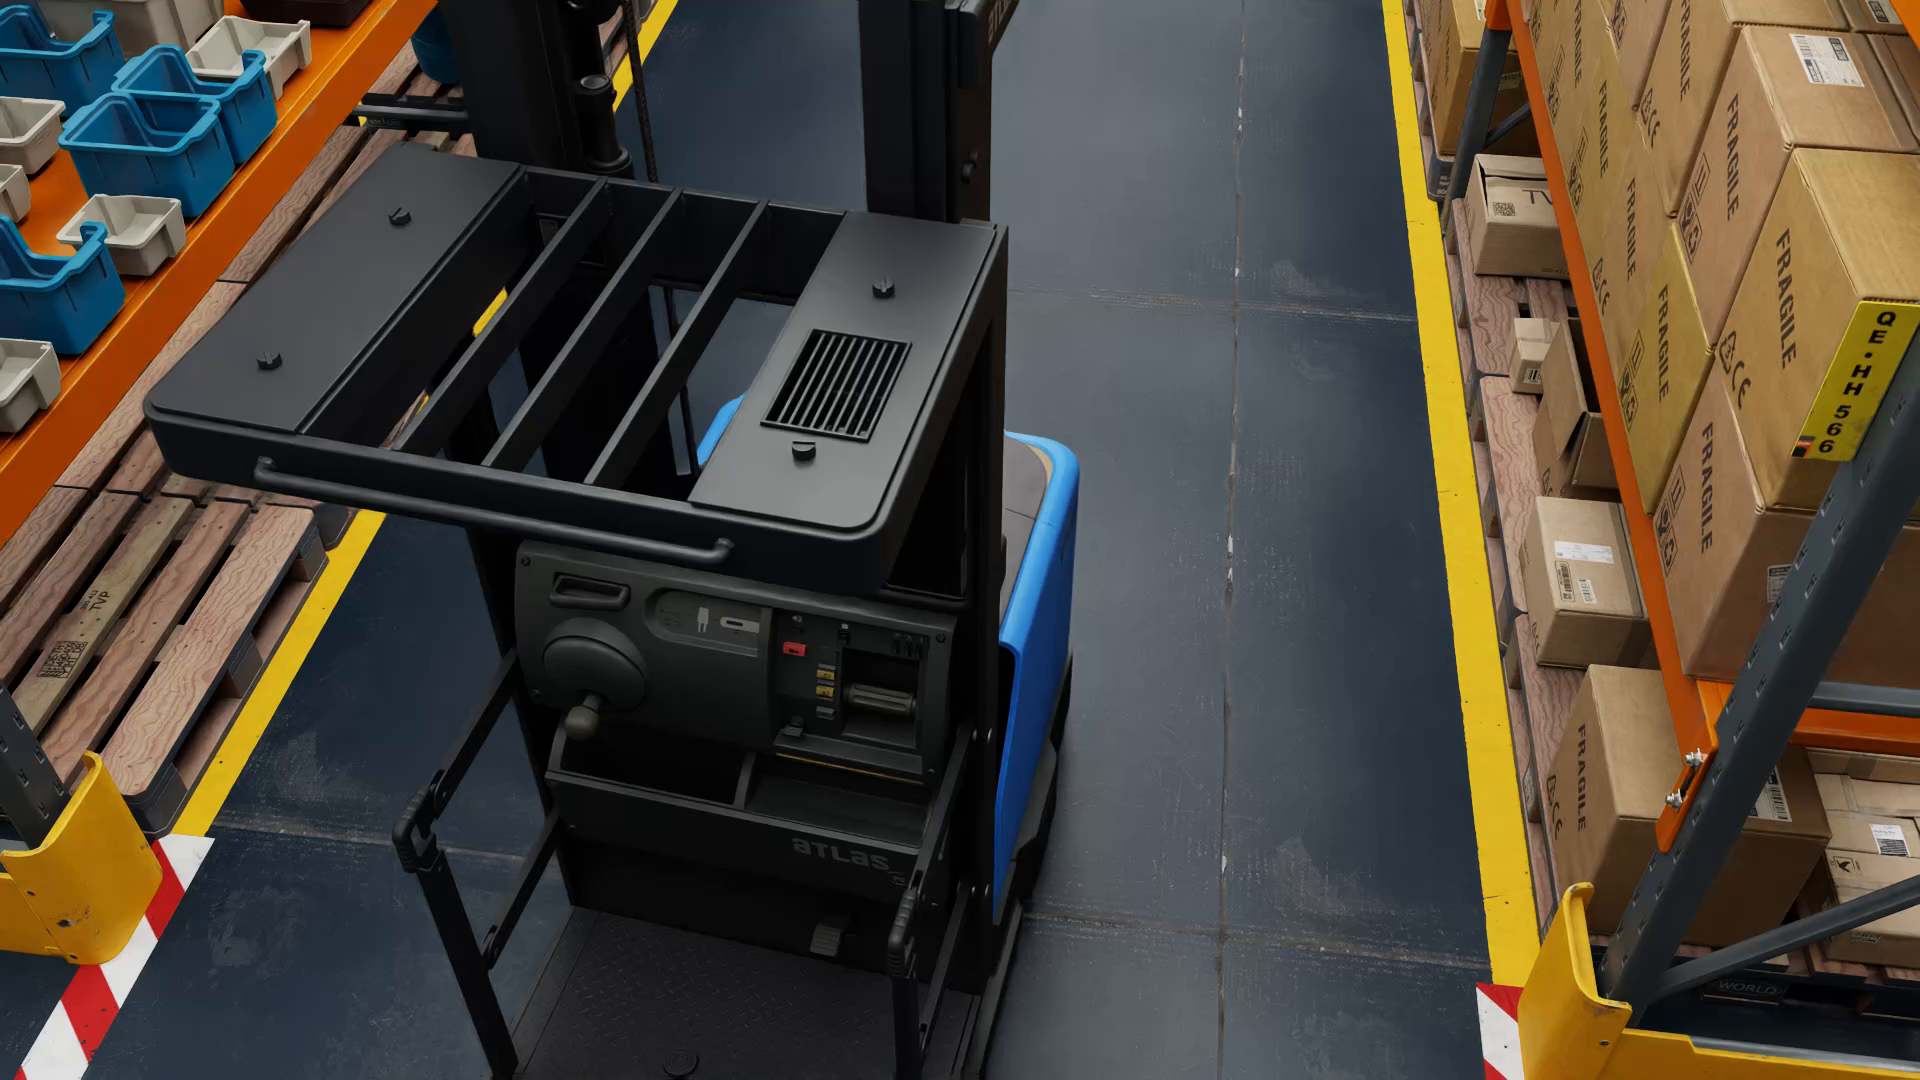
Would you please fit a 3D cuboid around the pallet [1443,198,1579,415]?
[{"bbox_3d":[2.476,-0.905,6.553,1.003,0.211,1.213,5,44,6],"label":"pallet"}]

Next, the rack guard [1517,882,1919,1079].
[{"bbox_3d":[2.049,1.196,4.123,1.175,0.500,0.348,5,44,6],"label":"rack guard"}]

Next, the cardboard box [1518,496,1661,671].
[{"bbox_3d":[2.022,0.141,5.099,0.500,0.250,0.500,5,44,6],"label":"cardboard box"}]

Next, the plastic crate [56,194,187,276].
[{"bbox_3d":[-2.298,-0.850,4.615,0.250,0.136,0.298,5,44,6],"label":"plastic crate"}]

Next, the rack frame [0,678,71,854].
[{"bbox_3d":[-2.871,-0.113,3.687,1.000,3.000,0.127,5,44,6],"label":"rack frame"}]

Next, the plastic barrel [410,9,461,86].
[{"bbox_3d":[-2.253,-2.599,7.533,0.600,0.901,0.708,5,44,6],"label":"plastic barrel"}]

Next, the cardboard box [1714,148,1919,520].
[{"bbox_3d":[1.825,-0.388,3.178,0.500,0.500,0.500,5,44,5],"label":"cardboard box"}]

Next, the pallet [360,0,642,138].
[{"bbox_3d":[-2.199,-2.348,8.077,1.003,0.211,1.213,5,44,6],"label":"pallet"}]

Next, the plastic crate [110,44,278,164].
[{"bbox_3d":[-2.298,-1.314,5.034,0.416,0.233,0.300,5,44,6],"label":"plastic crate"}]

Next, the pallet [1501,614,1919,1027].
[{"bbox_3d":[2.153,0.758,4.797,1.003,0.211,1.213,5,44,6],"label":"pallet"}]

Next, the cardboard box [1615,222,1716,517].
[{"bbox_3d":[1.893,-0.380,3.897,0.500,0.500,0.500,6,44,6],"label":"cardboard box"}]

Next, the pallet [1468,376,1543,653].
[{"bbox_3d":[2.317,-0.072,5.672,1.003,0.211,1.213,5,44,6],"label":"pallet"}]

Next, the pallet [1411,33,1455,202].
[{"bbox_3d":[2.637,-1.931,7.636,1.003,0.211,1.213,5,44,6],"label":"pallet"}]

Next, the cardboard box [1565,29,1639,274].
[{"bbox_3d":[2.031,-1.063,4.618,0.500,0.500,0.500,5,44,5],"label":"cardboard box"}]

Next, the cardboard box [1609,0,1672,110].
[{"bbox_3d":[2.023,-1.436,4.285,0.500,0.500,0.500,6,44,7],"label":"cardboard box"}]

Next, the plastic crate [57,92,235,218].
[{"bbox_3d":[-2.338,-1.109,4.818,0.416,0.233,0.300,5,44,6],"label":"plastic crate"}]

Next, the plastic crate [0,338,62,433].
[{"bbox_3d":[-2.387,-0.388,4.126,0.250,0.136,0.298,5,44,6],"label":"plastic crate"}]

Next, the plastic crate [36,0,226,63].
[{"bbox_3d":[-2.727,-1.794,5.505,0.437,0.282,0.530,5,44,6],"label":"plastic crate"}]

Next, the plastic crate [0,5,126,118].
[{"bbox_3d":[-2.854,-1.497,5.227,0.416,0.233,0.300,5,44,6],"label":"plastic crate"}]

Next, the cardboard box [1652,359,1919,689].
[{"bbox_3d":[1.828,-0.026,3.523,0.500,0.500,0.500,6,44,7],"label":"cardboard box"}]

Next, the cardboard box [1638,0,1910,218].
[{"bbox_3d":[1.955,-1.086,3.915,0.500,0.500,0.500,6,44,7],"label":"cardboard box"}]

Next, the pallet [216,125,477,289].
[{"bbox_3d":[-2.401,-1.322,6.992,1.003,0.211,1.213,5,44,6],"label":"pallet"}]

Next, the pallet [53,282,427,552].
[{"bbox_3d":[-2.560,-0.488,6.112,1.003,0.211,1.213,5,44,6],"label":"pallet"}]

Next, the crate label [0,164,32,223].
[{"bbox_3d":[-2.877,-0.999,4.772,0.396,0.136,0.243,5,44,6],"label":"crate label"}]

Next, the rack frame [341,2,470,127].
[{"bbox_3d":[-2.342,-2.839,6.566,1.000,3.000,0.127,5,44,6],"label":"rack frame"}]

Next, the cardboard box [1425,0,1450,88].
[{"bbox_3d":[2.422,-2.337,7.534,0.500,0.500,0.500,5,44,6],"label":"cardboard box"}]

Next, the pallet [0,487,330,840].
[{"bbox_3d":[-2.723,0.341,5.236,1.003,0.211,1.213,5,44,6],"label":"pallet"}]

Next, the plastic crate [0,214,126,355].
[{"bbox_3d":[-2.425,-0.661,4.344,0.416,0.233,0.300,5,44,6],"label":"plastic crate"}]

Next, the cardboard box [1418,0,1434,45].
[{"bbox_3d":[2.489,-2.678,7.895,0.500,0.500,0.500,6,44,6],"label":"cardboard box"}]

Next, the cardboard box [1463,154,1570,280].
[{"bbox_3d":[2.297,-1.303,6.580,0.500,0.311,0.500,5,44,6],"label":"cardboard box"}]

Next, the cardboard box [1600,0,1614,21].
[{"bbox_3d":[2.090,-1.788,4.657,0.500,0.500,0.500,4,44,4],"label":"cardboard box"}]

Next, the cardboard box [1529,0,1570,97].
[{"bbox_3d":[2.165,-1.750,5.344,0.500,0.500,0.500,6,44,6],"label":"cardboard box"}]

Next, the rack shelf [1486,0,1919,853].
[{"bbox_3d":[2.303,-0.762,4.896,1.077,0.370,4.000,5,44,6],"label":"rack shelf"}]

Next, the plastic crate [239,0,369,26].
[{"bbox_3d":[-2.224,-1.973,5.809,0.437,0.125,0.590,5,44,6],"label":"plastic crate"}]

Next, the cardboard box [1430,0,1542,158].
[{"bbox_3d":[2.348,-2.000,7.179,0.500,0.500,0.500,5,44,5],"label":"cardboard box"}]

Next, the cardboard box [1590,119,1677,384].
[{"bbox_3d":[1.964,-0.720,4.256,0.500,0.500,0.500,6,44,6],"label":"cardboard box"}]

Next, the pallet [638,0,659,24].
[{"bbox_3d":[-2.040,-3.182,8.957,1.003,0.211,1.213,5,44,6],"label":"pallet"}]

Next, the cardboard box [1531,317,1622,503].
[{"bbox_3d":[2.324,-0.358,5.443,0.797,0.503,0.637,5,44,6],"label":"cardboard box"}]

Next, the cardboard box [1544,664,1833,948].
[{"bbox_3d":[1.866,0.695,4.332,0.500,0.500,0.500,5,44,6],"label":"cardboard box"}]

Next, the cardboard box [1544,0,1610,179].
[{"bbox_3d":[2.097,-1.410,4.984,0.500,0.500,0.500,5,44,5],"label":"cardboard box"}]

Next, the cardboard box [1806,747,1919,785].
[{"bbox_3d":[2.458,0.493,4.727,0.500,0.250,0.500,5,44,6],"label":"cardboard box"}]

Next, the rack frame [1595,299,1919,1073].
[{"bbox_3d":[2.039,0.340,3.209,1.000,3.000,0.127,5,44,6],"label":"rack frame"}]

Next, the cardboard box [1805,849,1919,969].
[{"bbox_3d":[2.435,0.961,4.306,0.380,0.149,0.250,5,44,6],"label":"cardboard box"}]

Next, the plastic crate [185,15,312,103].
[{"bbox_3d":[-2.274,-1.551,5.354,0.293,0.136,0.466,5,44,6],"label":"plastic crate"}]

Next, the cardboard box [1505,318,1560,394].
[{"bbox_3d":[2.193,-0.660,6.006,0.380,0.166,0.250,5,44,6],"label":"cardboard box"}]

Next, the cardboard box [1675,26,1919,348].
[{"bbox_3d":[1.891,-0.732,3.541,0.500,0.500,0.500,6,44,7],"label":"cardboard box"}]

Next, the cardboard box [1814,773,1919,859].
[{"bbox_3d":[2.468,0.785,4.480,0.380,0.166,0.250,5,44,6],"label":"cardboard box"}]

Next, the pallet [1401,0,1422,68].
[{"bbox_3d":[2.796,-2.765,8.517,1.003,0.211,1.213,5,44,6],"label":"pallet"}]

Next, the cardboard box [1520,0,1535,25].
[{"bbox_3d":[2.230,-2.100,5.713,0.500,0.500,0.500,6,44,7],"label":"cardboard box"}]

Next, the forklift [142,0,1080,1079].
[{"bbox_3d":[-0.521,0.352,3.246,1.130,2.935,3.031,10,44,10],"label":"forklift"}]

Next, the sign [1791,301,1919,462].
[{"bbox_3d":[1.491,-0.259,2.770,0.100,0.325,0.005,5,44,6],"label":"sign"}]

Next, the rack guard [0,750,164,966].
[{"bbox_3d":[-2.861,0.813,4.528,1.175,0.500,0.348,5,44,6],"label":"rack guard"}]

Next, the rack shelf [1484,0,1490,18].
[{"bbox_3d":[2.832,-3.488,7.775,1.077,0.370,4.000,5,44,6],"label":"rack shelf"}]

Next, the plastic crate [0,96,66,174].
[{"bbox_3d":[-2.857,-1.203,4.987,0.298,0.136,0.250,5,44,6],"label":"plastic crate"}]

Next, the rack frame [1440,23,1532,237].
[{"bbox_3d":[2.567,-2.386,6.088,1.000,3.000,0.127,5,44,6],"label":"rack frame"}]
